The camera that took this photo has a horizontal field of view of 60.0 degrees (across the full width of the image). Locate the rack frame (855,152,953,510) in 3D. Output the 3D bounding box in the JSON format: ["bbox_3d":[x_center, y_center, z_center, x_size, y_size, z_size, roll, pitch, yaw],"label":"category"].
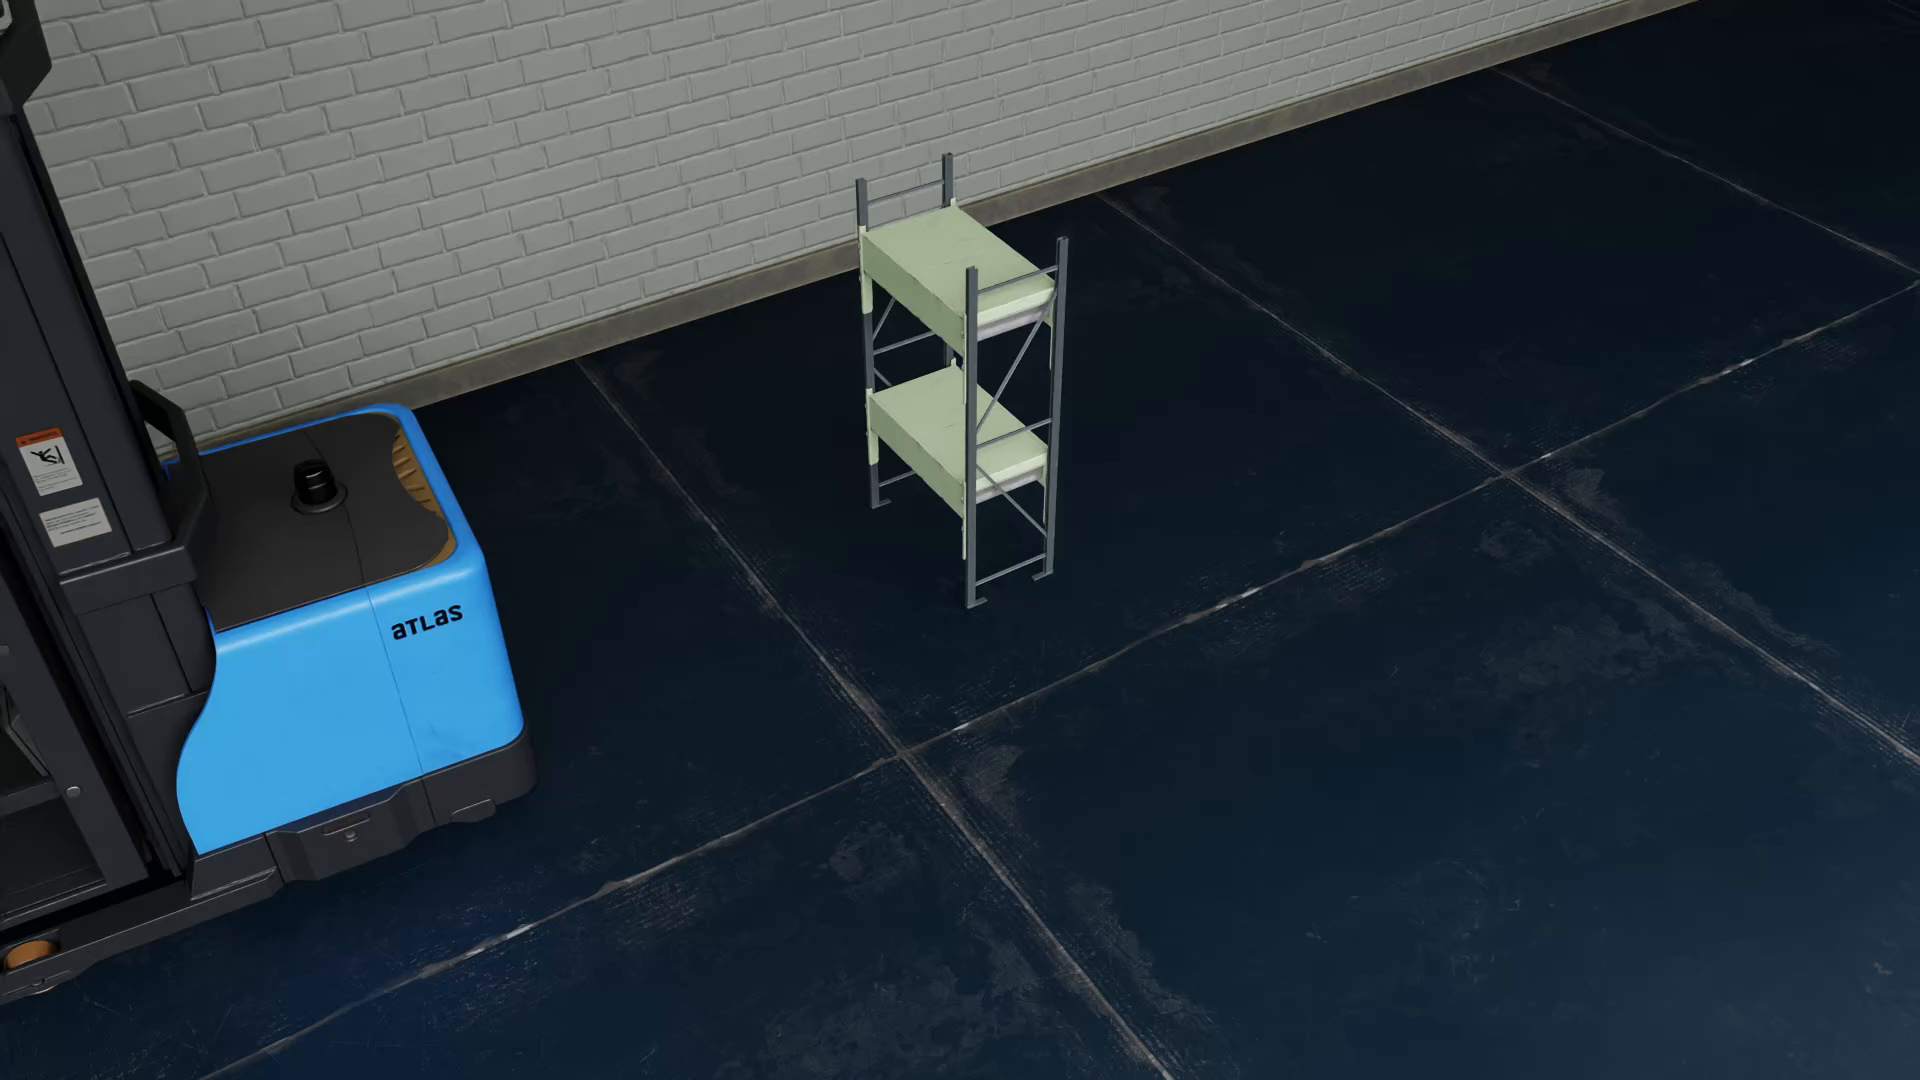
[{"bbox_3d":[-0.200,-0.777,6.511,0.400,1.500,0.023,-22,45,-24],"label":"rack frame"}]

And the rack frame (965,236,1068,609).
[{"bbox_3d":[0.193,-0.382,6.037,0.400,1.500,0.023,-22,45,-24],"label":"rack frame"}]

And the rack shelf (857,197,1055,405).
[{"bbox_3d":[-0.004,-0.880,6.024,0.431,0.370,0.720,-22,45,-24],"label":"rack shelf"}]

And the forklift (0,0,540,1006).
[{"bbox_3d":[-2.978,-0.069,4.543,3.031,2.935,1.130,-19,43,-21],"label":"forklift"}]

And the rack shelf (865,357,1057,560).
[{"bbox_3d":[-0.004,-0.329,6.483,0.431,0.370,0.720,-22,45,-24],"label":"rack shelf"}]

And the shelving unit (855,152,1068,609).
[{"bbox_3d":[-0.004,-0.580,6.274,0.431,1.500,0.755,-22,45,-24],"label":"shelving unit"}]
